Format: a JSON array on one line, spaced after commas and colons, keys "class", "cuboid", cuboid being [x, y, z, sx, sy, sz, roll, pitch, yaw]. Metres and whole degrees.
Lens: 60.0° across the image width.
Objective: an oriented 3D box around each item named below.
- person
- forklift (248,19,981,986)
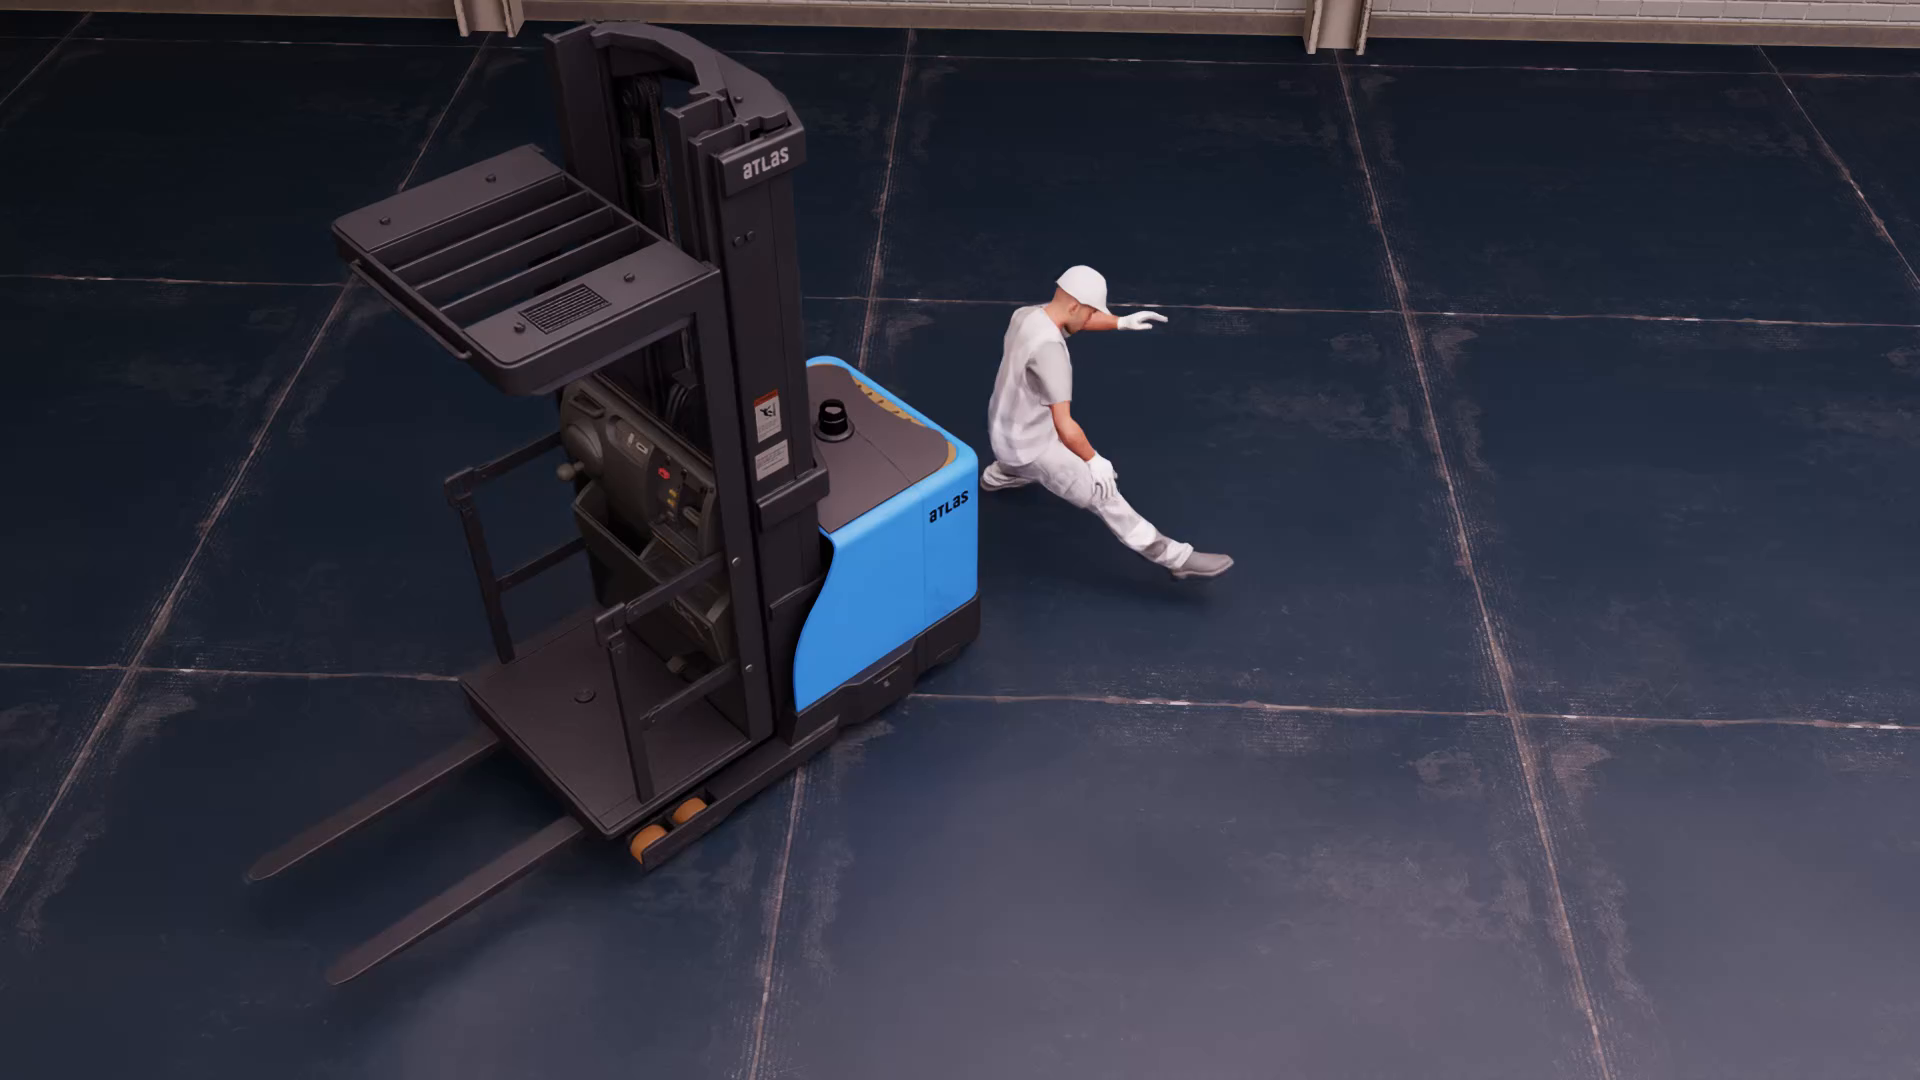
[{"class": "person", "cuboid": [0.662, -0.550, 7.447, 1.111, 1.452, 0.981, -1, 42, -1]}, {"class": "forklift", "cuboid": [-1.333, -0.203, 5.965, 3.031, 2.935, 1.130, -32, 51, -30]}]
